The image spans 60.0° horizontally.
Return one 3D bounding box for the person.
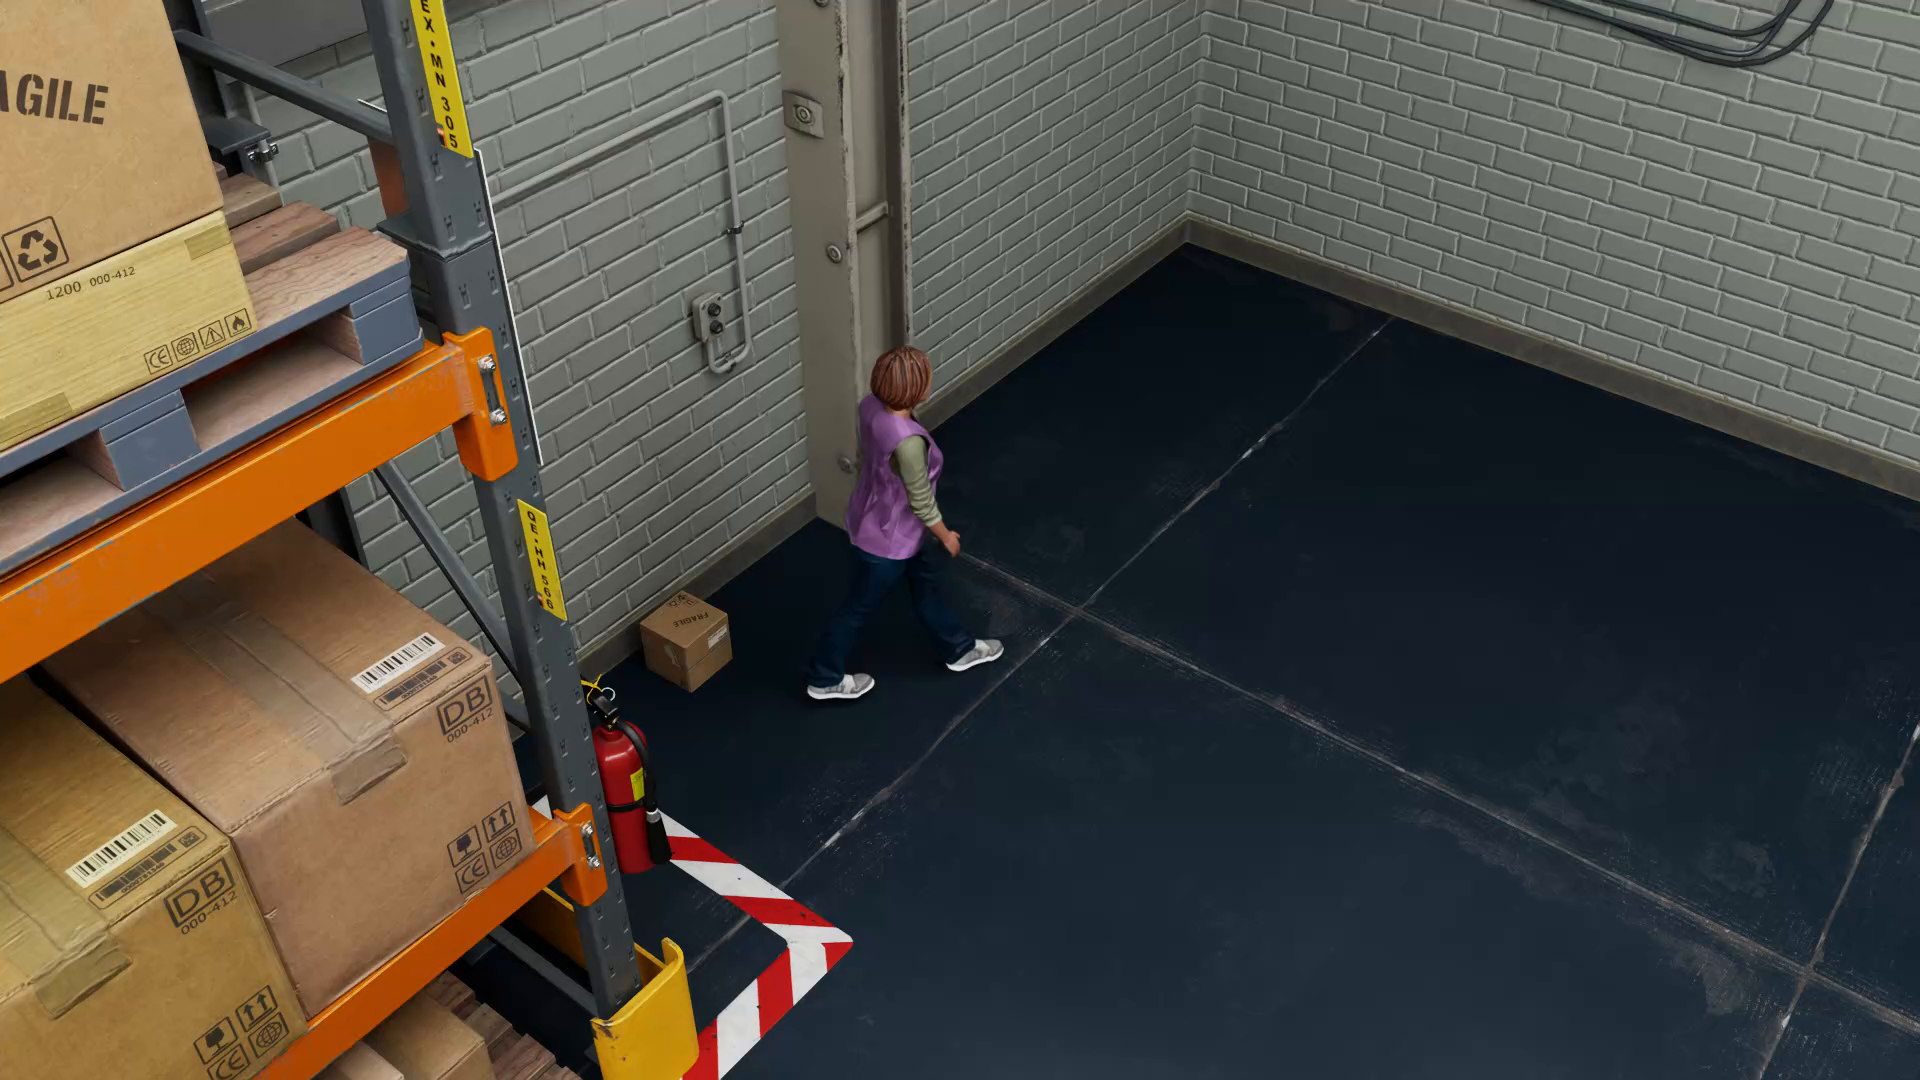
[{"bbox_3d":[-0.219,-0.048,6.213,0.842,1.554,0.414,-9,40,-11],"label":"person"}]
